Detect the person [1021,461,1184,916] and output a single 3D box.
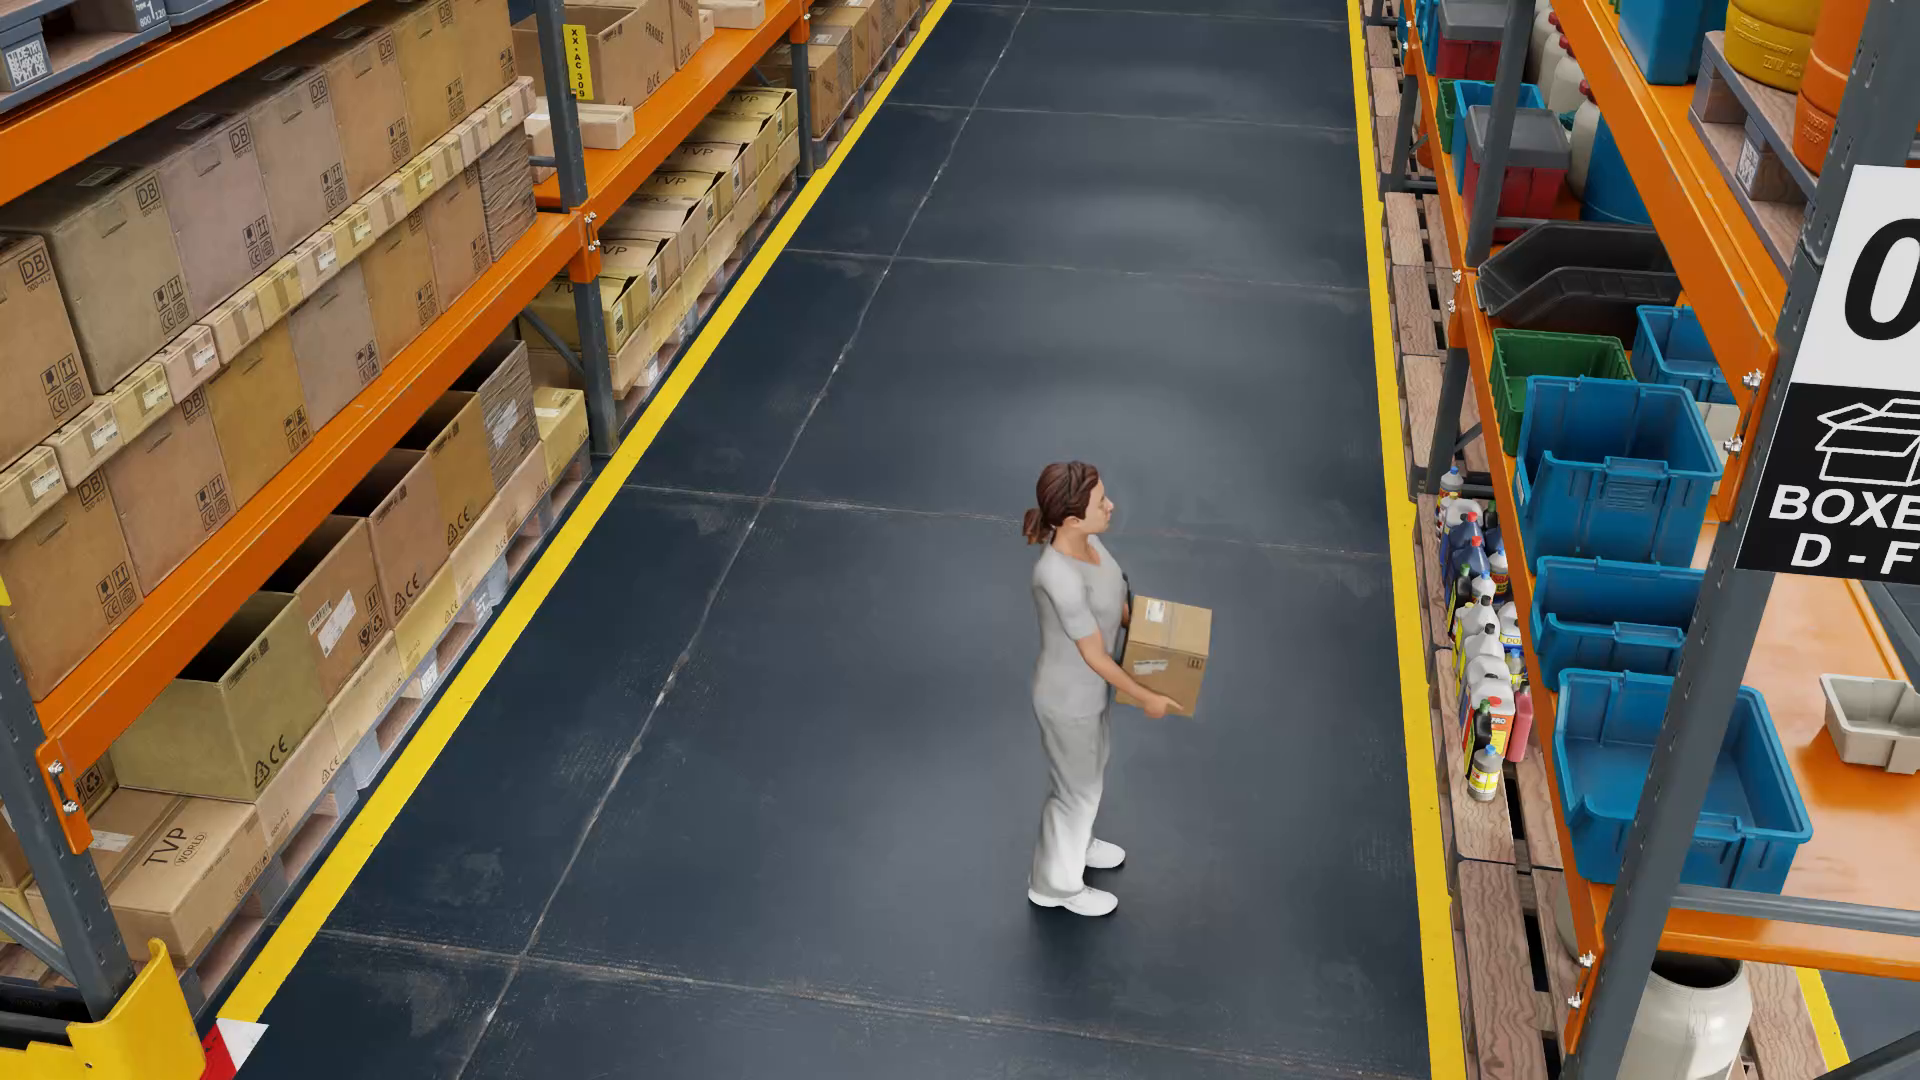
[{"bbox_3d":[0.451,0.494,5.375,0.549,1.667,0.434,5,33,9],"label":"person"}]
